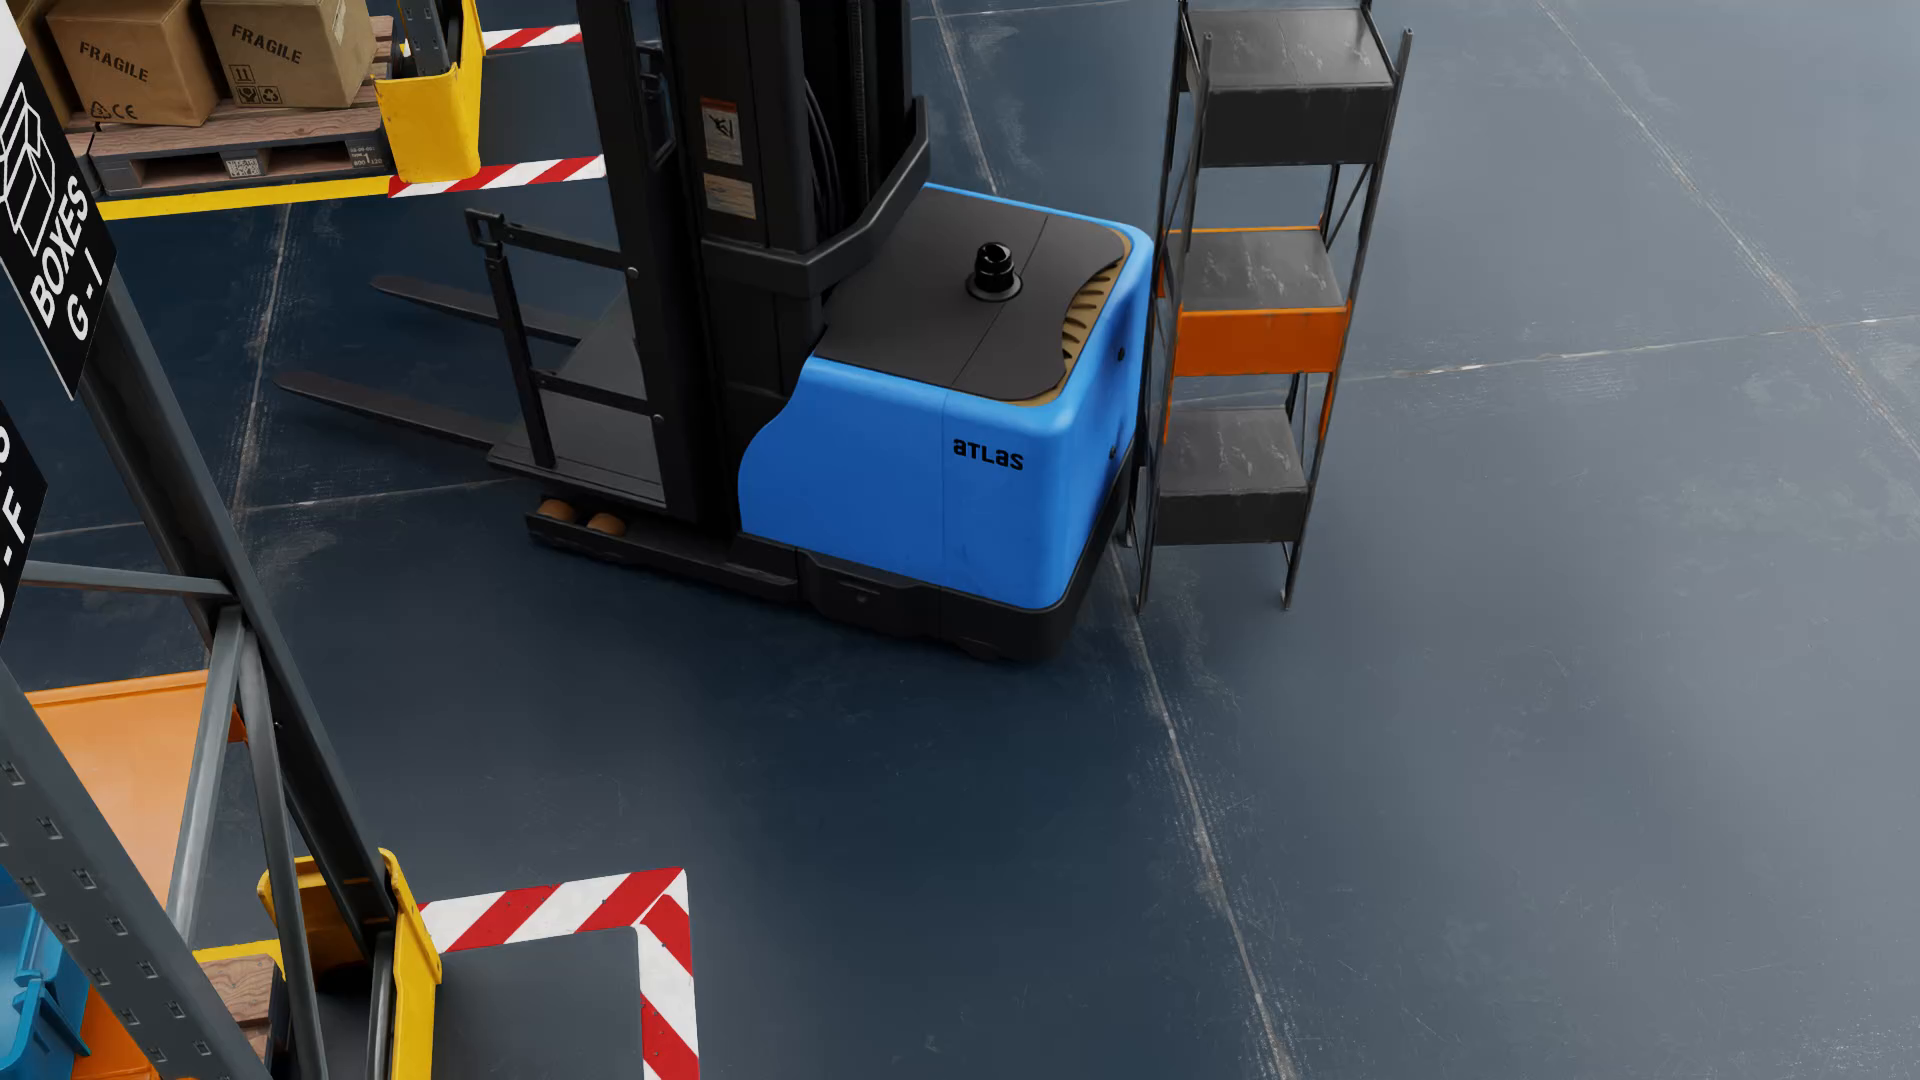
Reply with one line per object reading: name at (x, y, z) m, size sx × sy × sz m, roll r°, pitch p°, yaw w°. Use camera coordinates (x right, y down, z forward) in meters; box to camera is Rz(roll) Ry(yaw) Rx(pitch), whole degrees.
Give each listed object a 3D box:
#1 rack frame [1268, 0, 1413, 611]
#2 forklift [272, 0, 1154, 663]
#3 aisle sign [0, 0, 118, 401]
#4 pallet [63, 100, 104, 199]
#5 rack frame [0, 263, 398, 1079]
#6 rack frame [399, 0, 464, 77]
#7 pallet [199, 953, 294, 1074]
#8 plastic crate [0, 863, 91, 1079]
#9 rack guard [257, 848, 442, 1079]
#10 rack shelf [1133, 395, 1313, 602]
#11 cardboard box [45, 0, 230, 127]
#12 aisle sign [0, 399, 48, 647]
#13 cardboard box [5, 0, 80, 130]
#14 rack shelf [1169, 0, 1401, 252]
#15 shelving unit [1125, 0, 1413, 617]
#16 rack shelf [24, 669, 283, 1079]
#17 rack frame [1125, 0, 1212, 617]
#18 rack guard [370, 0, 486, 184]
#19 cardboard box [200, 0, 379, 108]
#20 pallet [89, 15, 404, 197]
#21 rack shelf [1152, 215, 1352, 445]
rack frame at (1.077, -0.635, 4.904) m, size 0.015 × 2.100 × 0.400 m, roll -2°, pitch 46°, yaw -2°
forklift at (-0.947, -1.286, 4.954) m, size 3.031 × 2.935 × 1.130 m, roll 15°, pitch 48°, yaw 14°
aisle sign at (-1.432, -0.633, 2.471) m, size 0.004 × 0.787 × 0.394 m, roll -7°, pitch 46°, yaw -7°
pallet at (-4.379, -1.830, 7.366) m, size 1.213 × 0.211 × 1.003 m, roll -7°, pitch 46°, yaw -7°
rack frame at (-1.453, 0.486, 3.199) m, size 0.127 × 3.000 × 1.000 m, roll -7°, pitch 46°, yaw -7°
rack frame at (-2.298, -3.029, 6.585) m, size 0.127 × 3.000 × 1.000 m, roll -7°, pitch 46°, yaw -7°
pallet at (-2.322, 1.592, 4.069) m, size 1.213 × 0.211 × 1.003 m, roll -7°, pitch 46°, yaw -7°
plastic crate at (-1.895, 0.811, 2.989) m, size 0.616 × 0.251 × 0.499 m, roll -7°, pitch 46°, yaw -7°
rack guard at (-1.520, 1.396, 4.058) m, size 0.348 × 0.500 × 1.175 m, roll -7°, pitch 46°, yaw -7°
rack shelf at (0.834, -0.132, 5.410) m, size 0.480 × 0.518 × 0.431 m, roll -2°, pitch 46°, yaw -2°
cardboard box at (-3.499, -2.144, 7.177) m, size 0.500 × 0.500 × 0.500 m, roll 4°, pitch 46°, yaw 4°
aisle sign at (-1.332, -0.214, 2.068) m, size 0.004 × 0.787 × 0.394 m, roll -7°, pitch 46°, yaw -7°
cardboard box at (-4.119, -2.081, 7.116) m, size 0.500 × 0.500 × 0.500 m, roll -3°, pitch 46°, yaw -3°
rack shelf at (0.834, -1.103, 4.402) m, size 0.480 × 0.518 × 0.431 m, roll -2°, pitch 46°, yaw -2°
shelving unit at (0.834, -0.627, 4.896) m, size 0.503 × 2.100 × 0.431 m, roll -2°, pitch 46°, yaw -2°
rack shelf at (-3.424, 0.981, 3.221) m, size 4.000 × 0.370 × 1.077 m, roll -7°, pitch 46°, yaw -7°
rack frame at (0.590, -0.619, 4.888) m, size 0.015 × 2.100 × 0.400 m, roll -2°, pitch 46°, yaw -2°
rack guard at (-2.373, -2.152, 7.476) m, size 0.348 × 0.500 × 1.175 m, roll -7°, pitch 46°, yaw -7°
cardboard box at (-2.916, -2.242, 7.272) m, size 0.500 × 0.500 × 0.500 m, roll 1°, pitch 46°, yaw 1°
pallet at (-3.179, -1.977, 7.508) m, size 1.213 × 0.211 × 1.003 m, roll -7°, pitch 46°, yaw -7°
rack shelf at (0.834, -0.618, 4.906) m, size 0.480 × 0.518 × 0.431 m, roll -2°, pitch 46°, yaw -2°
